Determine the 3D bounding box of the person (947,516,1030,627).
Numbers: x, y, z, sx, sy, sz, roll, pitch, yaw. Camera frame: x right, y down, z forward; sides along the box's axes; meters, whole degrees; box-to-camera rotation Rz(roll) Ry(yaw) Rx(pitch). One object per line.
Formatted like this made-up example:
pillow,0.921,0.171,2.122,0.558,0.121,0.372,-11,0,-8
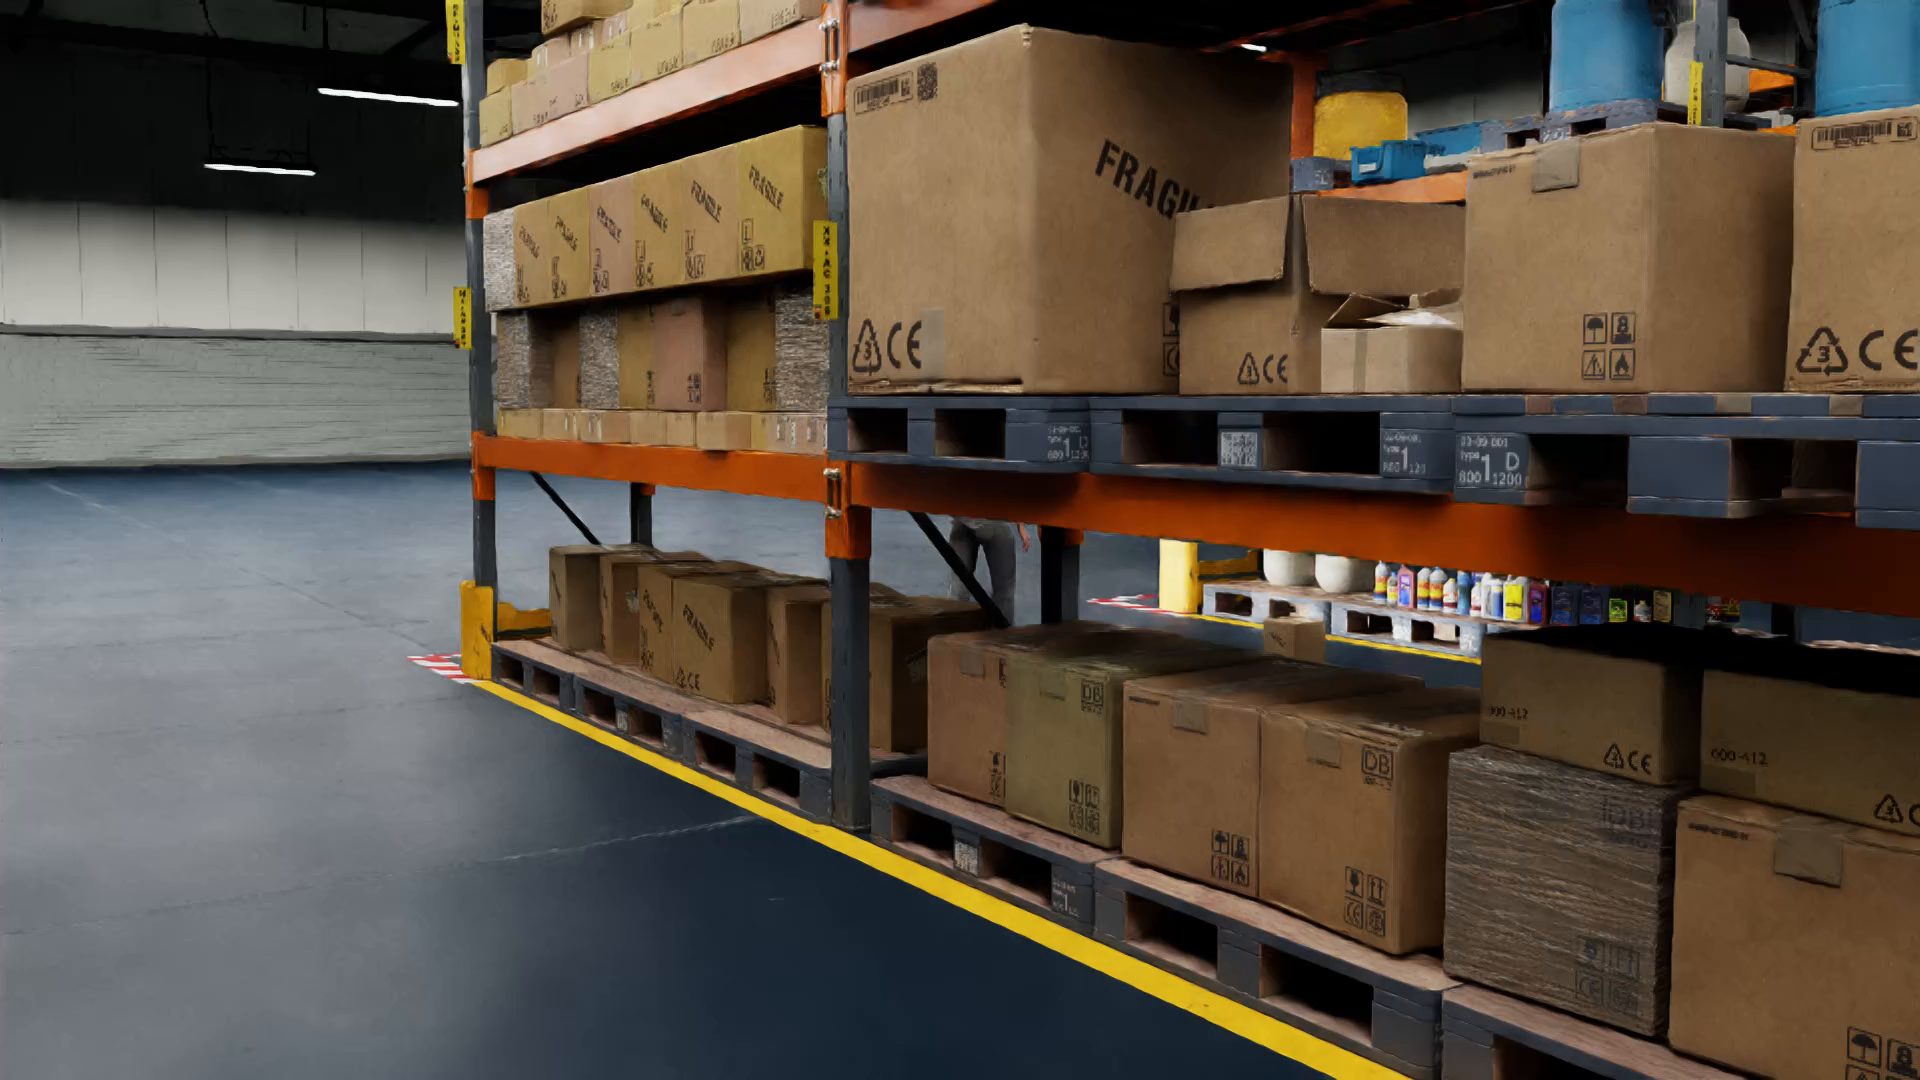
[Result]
person,0.164,-0.070,8.976,0.543,1.582,0.576,4,6,37
